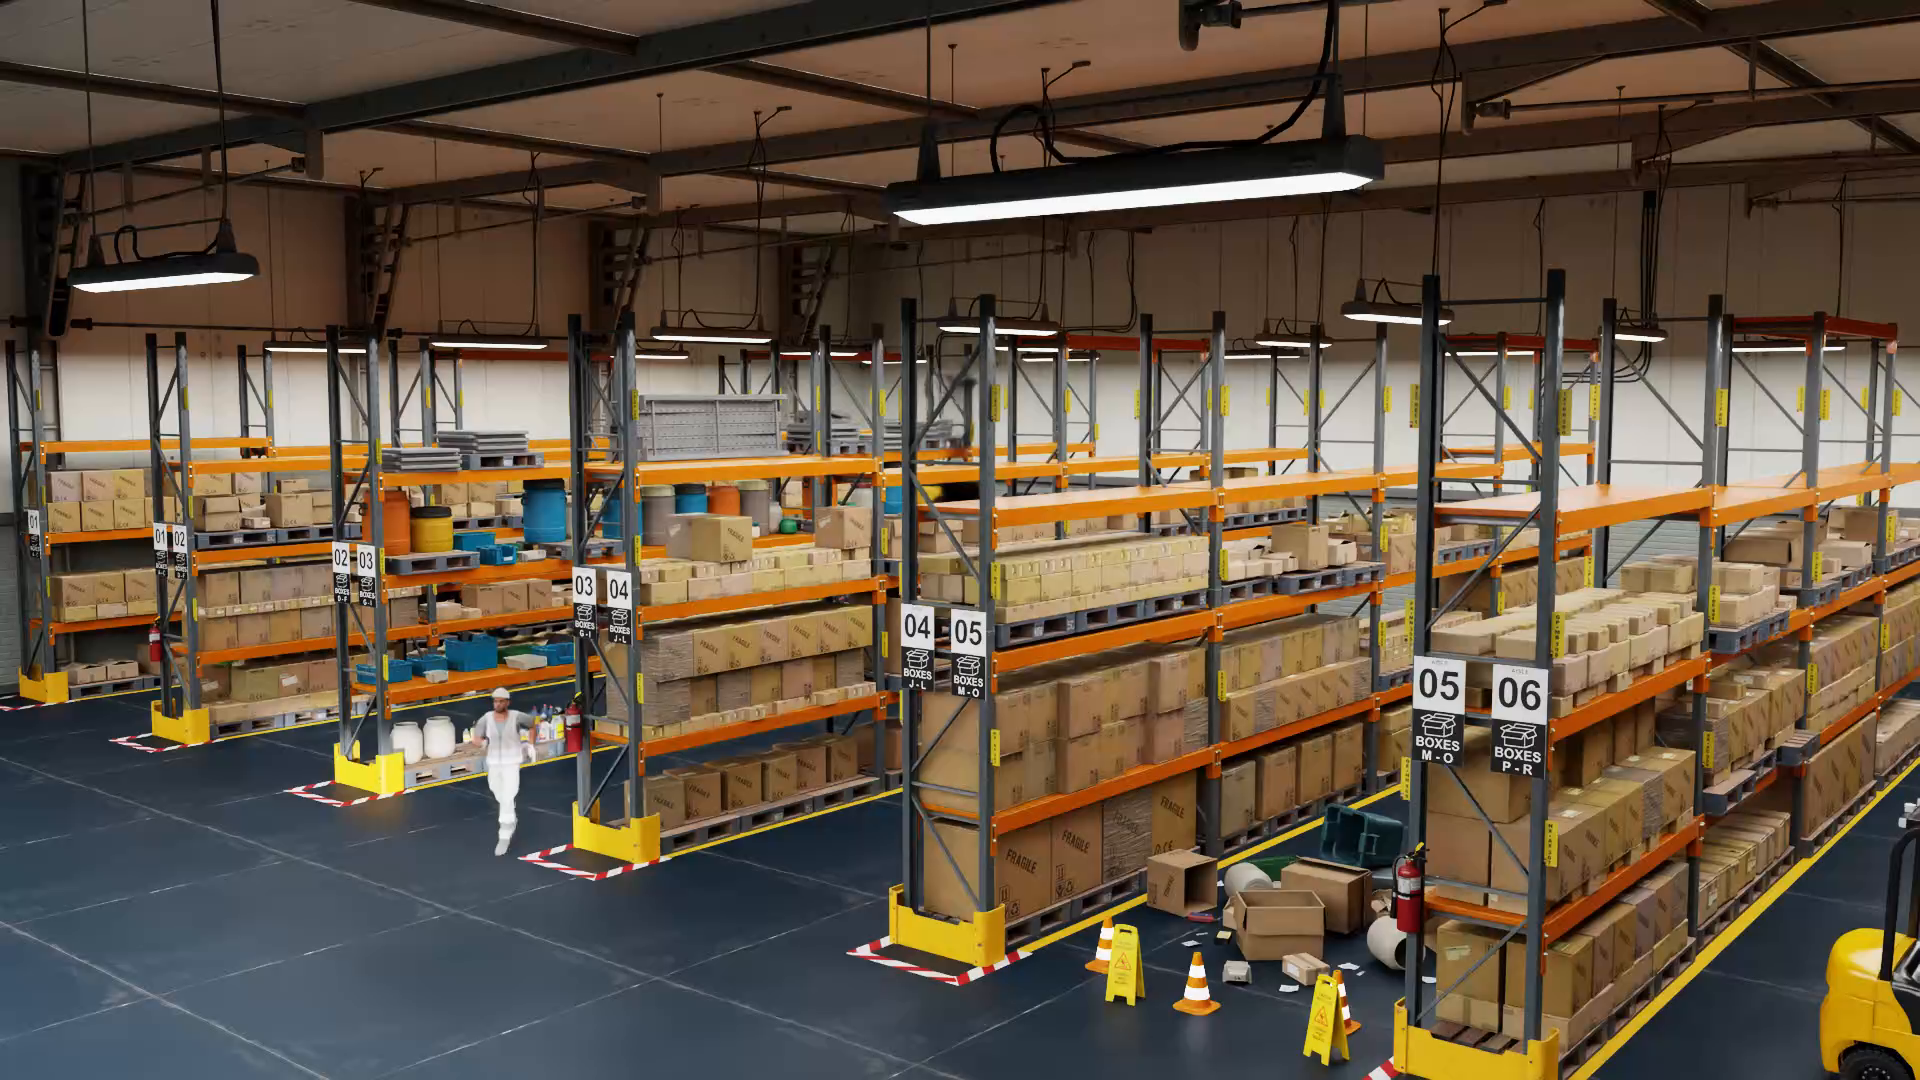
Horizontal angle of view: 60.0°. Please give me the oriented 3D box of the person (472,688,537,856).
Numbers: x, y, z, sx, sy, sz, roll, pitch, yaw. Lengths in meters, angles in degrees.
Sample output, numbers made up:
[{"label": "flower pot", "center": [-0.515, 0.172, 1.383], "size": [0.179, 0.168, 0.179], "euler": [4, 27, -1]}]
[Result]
[{"label": "person", "center": [-5.149, 2.560, 18.815], "size": [0.652, 1.825, 0.904], "euler": [0, 5, 3]}]

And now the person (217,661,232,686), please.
[{"label": "person", "center": [-12.105, 1.818, 27.359], "size": [0.588, 1.831, 0.835], "euler": [2, 5, 17]}]

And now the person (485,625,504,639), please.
[{"label": "person", "center": [-8.552, 1.651, 30.841], "size": [0.557, 1.548, 0.890], "euler": [5, 7, 44]}]
